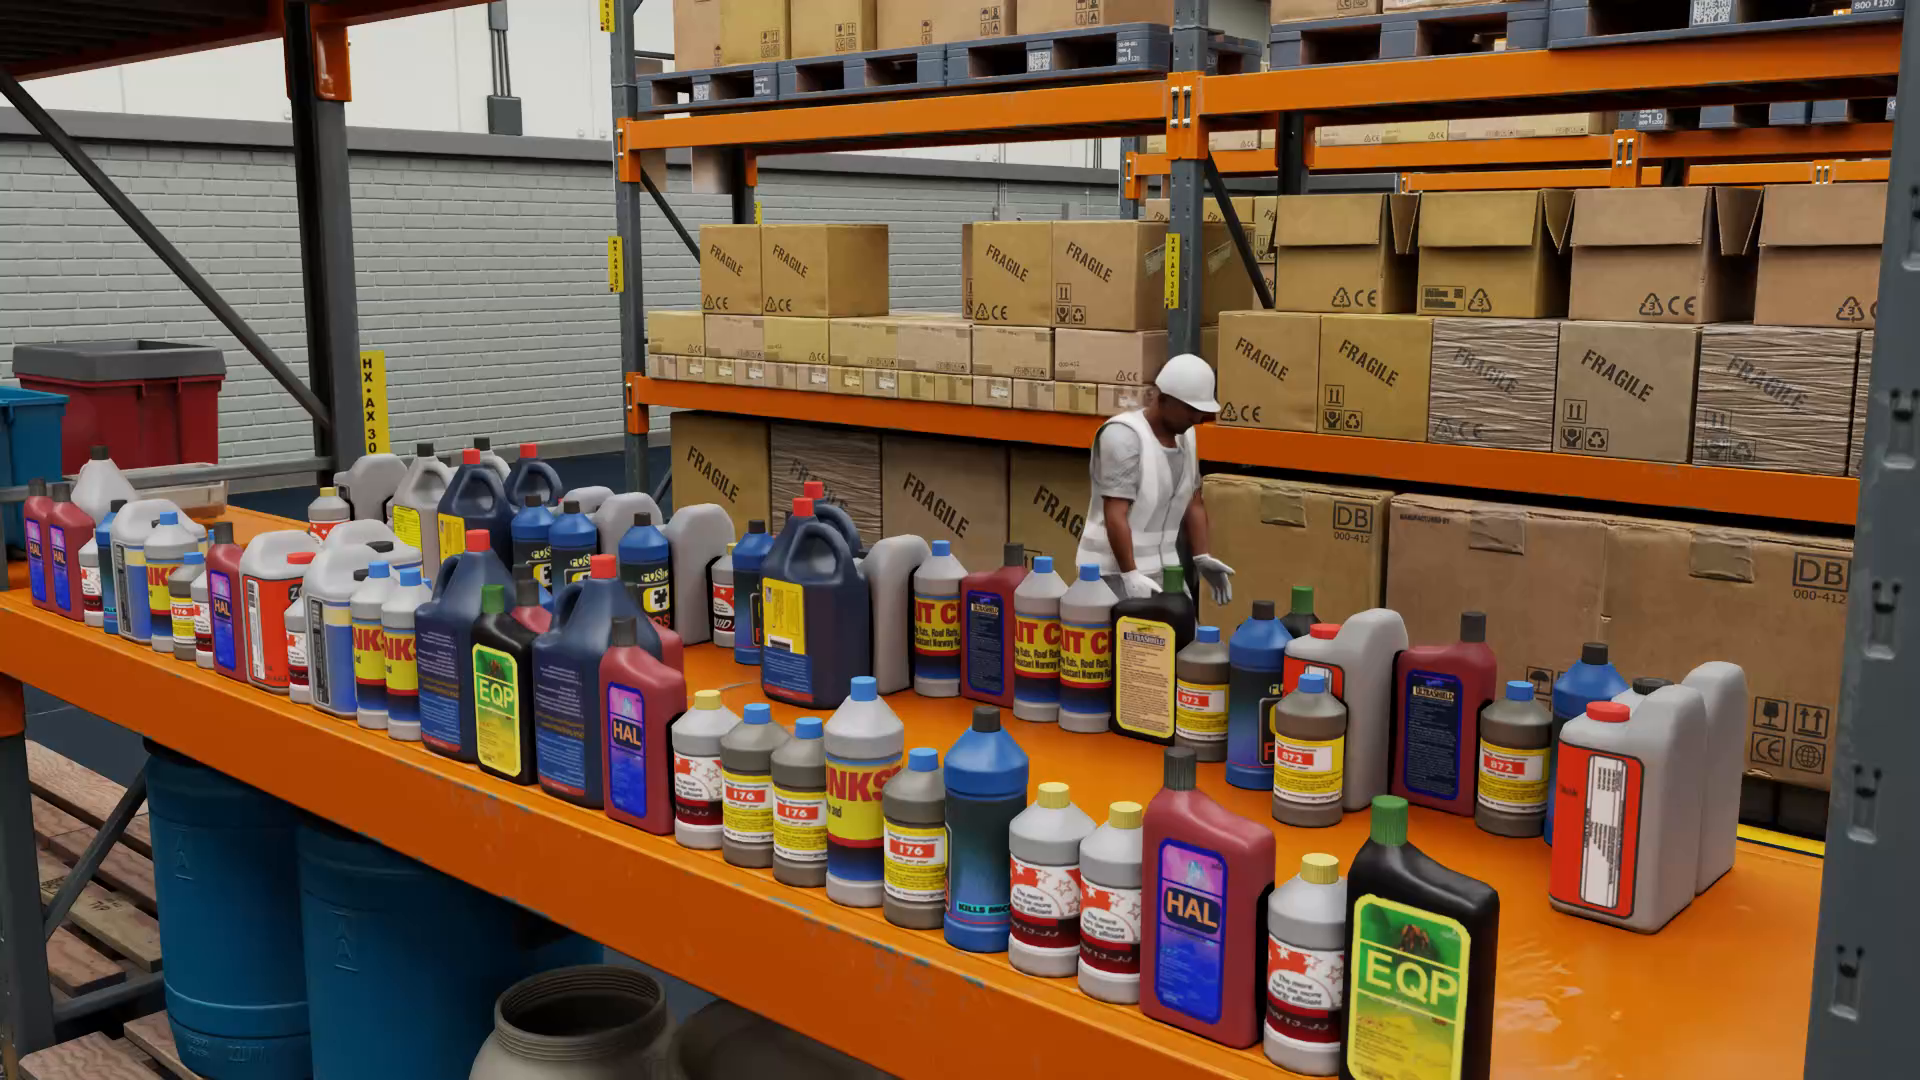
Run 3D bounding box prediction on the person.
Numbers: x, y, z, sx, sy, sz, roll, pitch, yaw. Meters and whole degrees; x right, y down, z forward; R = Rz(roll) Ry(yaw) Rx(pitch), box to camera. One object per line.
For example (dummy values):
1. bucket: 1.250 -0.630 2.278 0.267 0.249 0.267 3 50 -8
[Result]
1. person: 0.738 0.134 6.352 0.517 1.695 0.584 9 14 42
